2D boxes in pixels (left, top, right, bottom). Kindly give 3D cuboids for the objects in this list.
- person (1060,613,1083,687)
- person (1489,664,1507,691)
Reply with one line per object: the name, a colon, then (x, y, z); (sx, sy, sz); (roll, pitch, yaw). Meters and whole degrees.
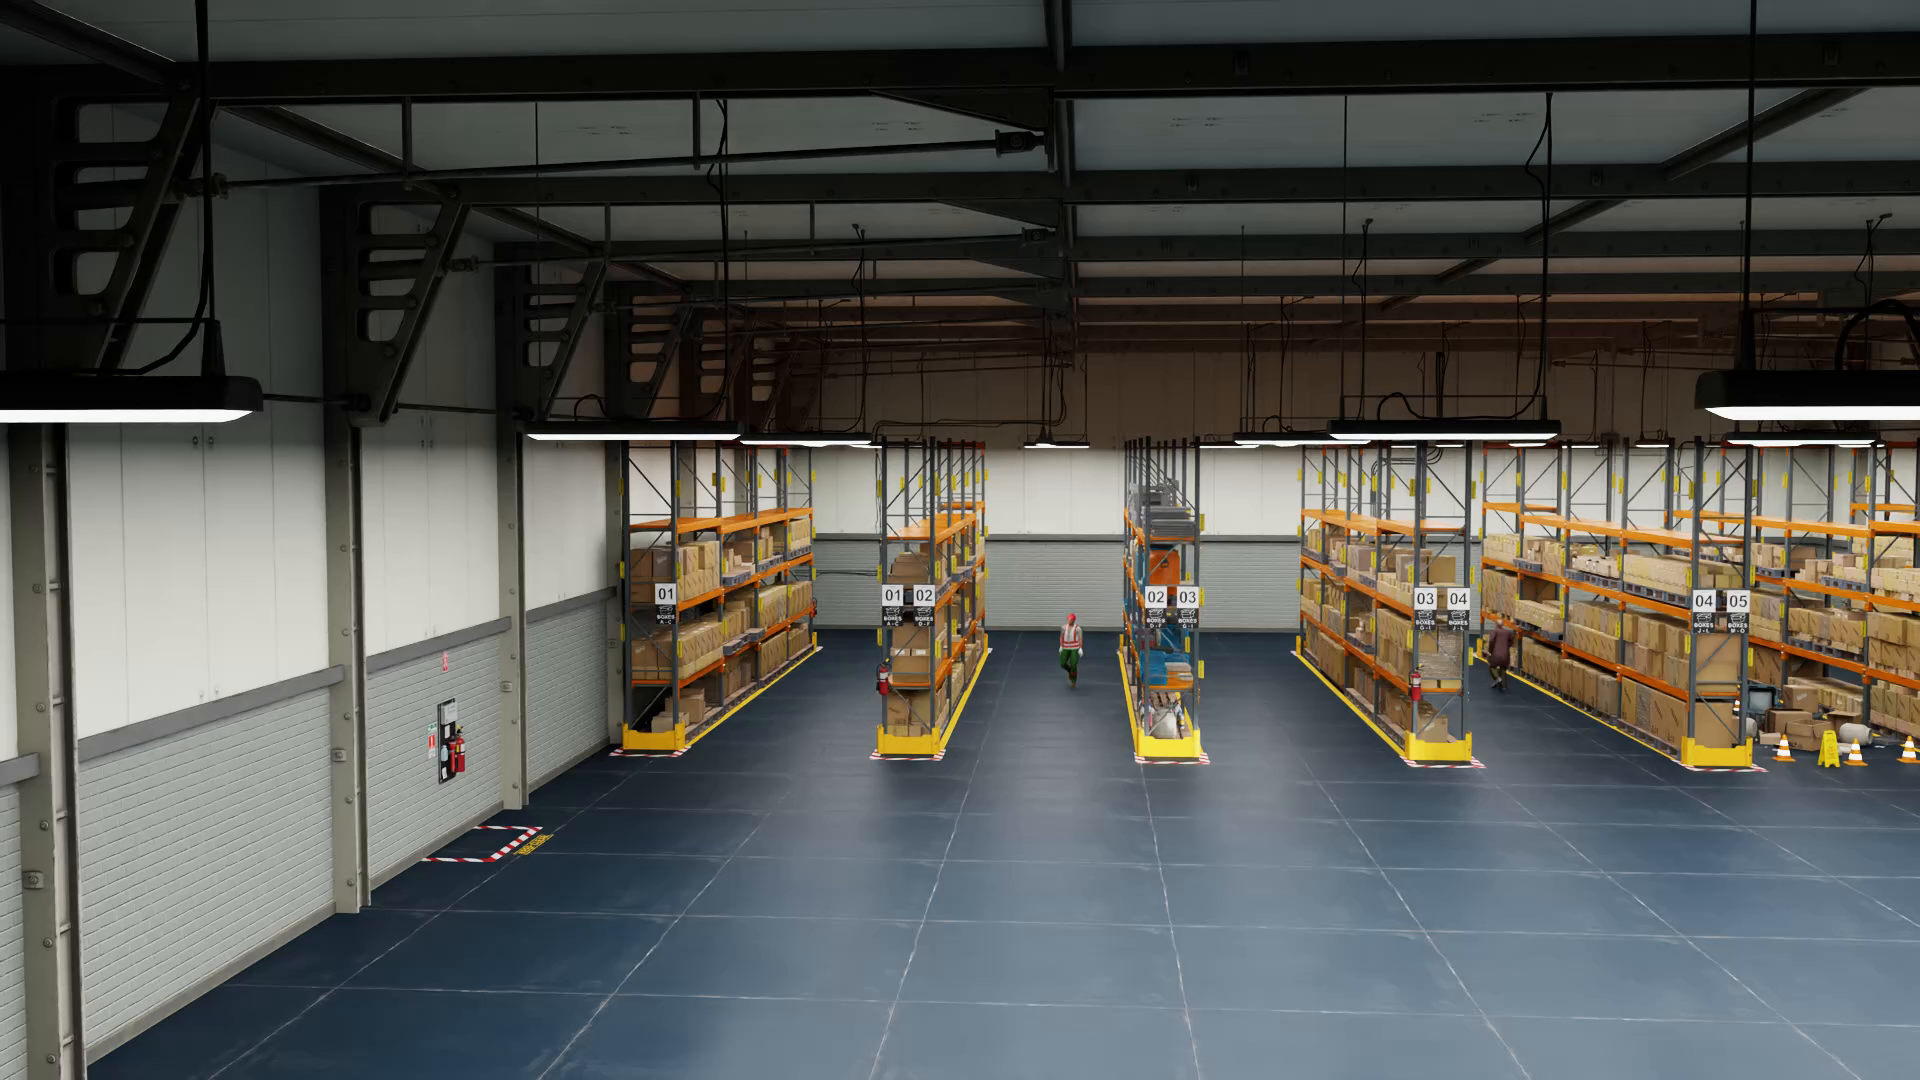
person: (2.730, 2.661, 40.535); (0.586, 1.777, 0.587); (1, 3, 24)
person: (12.989, 2.874, 39.875); (0.578, 1.444, 0.659); (0, 3, 6)
